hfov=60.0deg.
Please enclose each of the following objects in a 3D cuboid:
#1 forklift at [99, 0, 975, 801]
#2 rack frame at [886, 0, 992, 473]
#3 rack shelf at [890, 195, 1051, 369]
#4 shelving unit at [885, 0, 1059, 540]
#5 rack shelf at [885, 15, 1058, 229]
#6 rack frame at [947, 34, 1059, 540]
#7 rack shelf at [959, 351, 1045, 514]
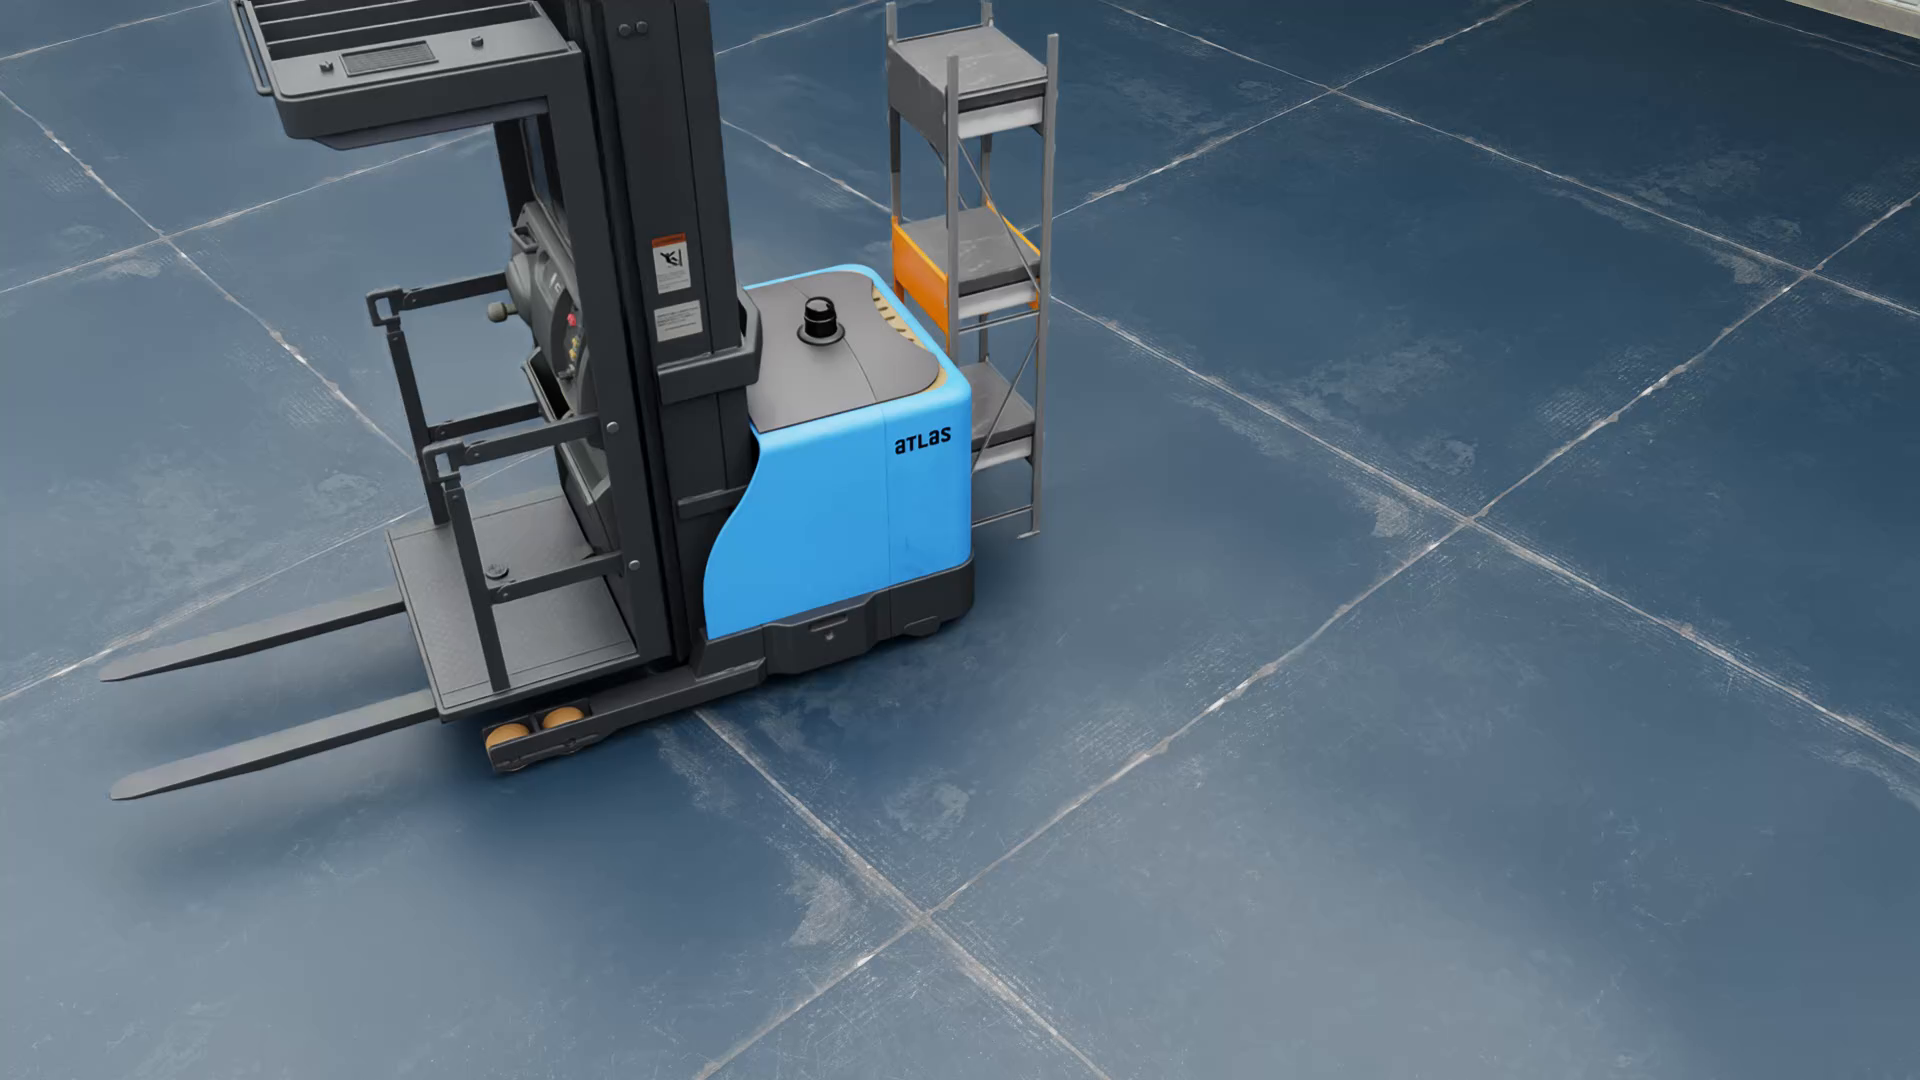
[{"bbox_3d":[-1.505,-0.719,5.308,3.031,2.935,1.130,-16,42,-19],"label":"forklift"},{"bbox_3d":[-0.071,-1.068,6.401,0.400,2.100,0.015,-17,42,-20],"label":"rack frame"},{"bbox_3d":[0.035,-0.919,6.238,0.431,0.518,0.480,-17,42,-20],"label":"rack shelf"},{"bbox_3d":[0.035,-0.929,6.230,0.431,2.100,0.503,-17,42,-20],"label":"shelving unit"},{"bbox_3d":[0.035,-1.463,5.798,0.431,0.518,0.480,-17,42,-20],"label":"rack shelf"},{"bbox_3d":[0.141,-0.791,6.059,0.400,2.100,0.015,-17,42,-20],"label":"rack frame"},{"bbox_3d":[0.035,-0.374,6.678,0.431,0.518,0.480,-17,42,-20],"label":"rack shelf"}]
